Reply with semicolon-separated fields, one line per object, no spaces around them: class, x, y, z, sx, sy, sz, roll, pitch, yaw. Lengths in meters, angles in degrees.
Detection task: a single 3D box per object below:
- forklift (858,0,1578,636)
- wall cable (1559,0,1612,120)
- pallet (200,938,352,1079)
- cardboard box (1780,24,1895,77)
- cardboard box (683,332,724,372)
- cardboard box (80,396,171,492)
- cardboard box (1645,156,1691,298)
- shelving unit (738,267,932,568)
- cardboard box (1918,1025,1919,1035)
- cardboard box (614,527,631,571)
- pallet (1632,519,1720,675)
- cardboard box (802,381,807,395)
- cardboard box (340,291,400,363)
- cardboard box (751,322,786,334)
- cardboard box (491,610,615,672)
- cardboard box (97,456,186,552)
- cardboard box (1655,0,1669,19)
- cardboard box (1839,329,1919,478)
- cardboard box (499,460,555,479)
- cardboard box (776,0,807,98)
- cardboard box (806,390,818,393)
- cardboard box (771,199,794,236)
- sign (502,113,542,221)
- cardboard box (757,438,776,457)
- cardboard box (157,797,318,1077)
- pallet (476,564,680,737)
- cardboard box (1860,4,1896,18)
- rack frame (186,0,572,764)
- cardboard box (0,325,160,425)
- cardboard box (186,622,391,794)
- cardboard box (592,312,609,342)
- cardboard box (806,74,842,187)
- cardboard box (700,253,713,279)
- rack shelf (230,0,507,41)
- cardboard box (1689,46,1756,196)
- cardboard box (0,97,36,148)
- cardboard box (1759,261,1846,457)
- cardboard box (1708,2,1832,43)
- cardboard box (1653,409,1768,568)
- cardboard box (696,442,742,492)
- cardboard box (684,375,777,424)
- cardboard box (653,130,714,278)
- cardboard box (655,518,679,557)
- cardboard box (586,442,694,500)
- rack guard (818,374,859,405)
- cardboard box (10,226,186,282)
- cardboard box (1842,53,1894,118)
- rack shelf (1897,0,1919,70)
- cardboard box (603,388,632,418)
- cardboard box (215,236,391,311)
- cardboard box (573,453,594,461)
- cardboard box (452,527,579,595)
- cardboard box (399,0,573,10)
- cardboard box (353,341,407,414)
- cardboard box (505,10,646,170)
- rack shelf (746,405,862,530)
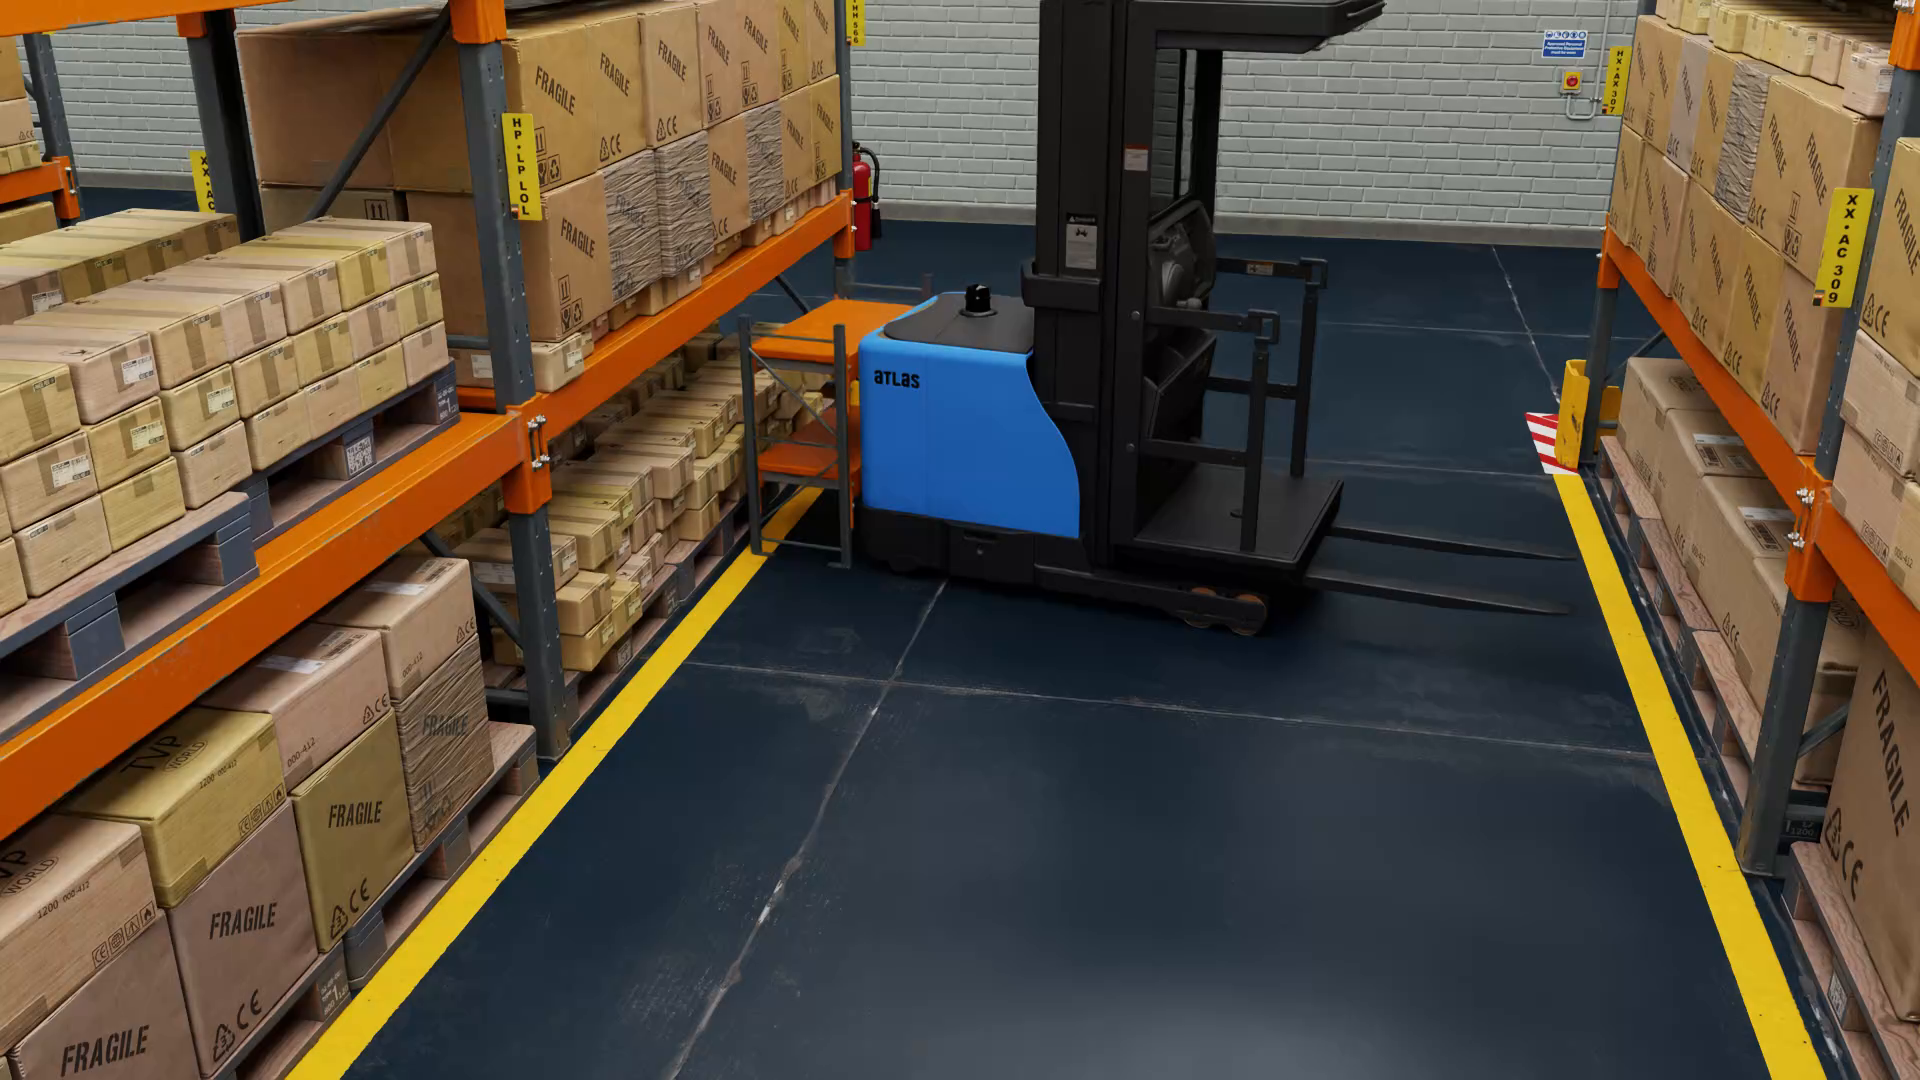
forklift;1.113;-1.190;6.885;3.031;2.935;1.130;9;24;20
wall cable;4.908;-4.332;13.194;0.585;1.953;0.123;4;22;11
pallet;-2.307;1.366;4.180;1.003;0.211;1.213;4;22;11
cardboard box;2.986;-1.634;5.556;0.380;0.149;0.250;4;22;11
cardboard box;-1.464;-0.996;8.768;0.380;0.149;0.250;5;22;12
cardboard box;-2.056;-0.233;3.794;0.380;0.149;0.250;5;22;11
cardboard box;3.204;-1.303;6.941;0.500;0.500;0.500;4;22;11
shelving unit;-0.550;-0.608;7.854;0.538;1.125;1.048;8;23;19
cardboard box;2.739;1.035;3.551;0.875;0.875;0.875;5;22;12
cardboard box;-1.537;0.030;6.619;0.380;0.149;0.250;4;22;11
pallet;3.442;0.254;6.940;1.003;0.211;1.213;4;22;11
cardboard box;-1.021;-0.827;8.748;0.380;0.149;0.250;4;22;10
cardboard box;-1.843;-0.619;4.752;0.380;0.149;0.250;5;22;11
cardboard box;-0.946;-1.058;8.924;0.380;0.149;0.250;5;22;12
cardboard box;-1.514;0.359;6.201;0.380;0.149;0.250;3;22;9
cardboard box;-2.053;-0.101;3.864;0.380;0.149;0.250;5;23;13
cardboard box;3.437;-2.485;7.668;0.380;0.149;0.250;5;22;12
cardboard box;2.598;-0.343;4.221;0.500;0.250;0.500;4;22;9
cardboard box;-1.899;-0.235;6.880;0.380;0.149;0.250;5;23;13
cardboard box;-1.040;-2.399;7.926;0.500;0.500;0.500;4;22;9
cardboard box;-0.990;-0.787;9.046;0.380;0.149;0.250;5;22;12
cardboard box;-1.029;-1.590;8.122;0.380;0.149;0.250;5;22;12
sign;-1.359;-1.156;5.159;0.100;0.325;0.005;4;22;11
cardboard box;-1.110;-0.406;8.100;0.380;0.149;0.250;3;22;9
cardboard box;-2.021;0.969;4.215;0.500;0.500;0.500;4;22;10
pallet;-1.800;0.385;6.615;1.003;0.211;1.213;4;22;11
cardboard box;3.696;-1.976;6.405;0.380;0.149;0.250;5;22;12
rack frame;-1.903;-0.660;5.477;1.000;3.000;0.127;4;22;11
cardboard box;-2.060;-0.376;3.750;0.380;0.149;0.250;3;22;9
cardboard box;-1.925;0.435;4.537;0.500;0.250;0.500;6;23;13
cardboard box;-1.542;-0.824;6.220;0.380;0.149;0.250;3;22;9
cardboard box;-0.926;-2.123;8.579;0.500;0.500;0.500;5;22;12
cardboard box;-1.294;-1.209;7.177;0.380;0.149;0.250;5;23;13
rack shelf;-1.495;-2.449;6.867;1.077;0.370;4.000;4;22;11
cardboard box;3.106;-1.578;6.284;0.500;0.500;0.500;5;22;11
cardboard box;-5.761;-2.409;9.622;0.500;0.250;0.500;4;22;10
cardboard box;2.808;-0.555;5.083;0.500;0.500;0.500;5;22;11
cardboard box;3.157;-2.012;6.493;0.380;0.149;0.250;5;22;11
cardboard box;3.565;-0.205;7.214;0.875;0.438;0.875;5;22;12
cardboard box;-1.212;-0.343;7.545;0.380;0.149;0.250;5;22;11
cardboard box;-1.098;-0.674;7.970;0.380;0.149;0.250;5;23;13
cardboard box;-1.323;-1.369;6.706;0.500;0.500;0.500;4;22;10
cardboard box;-1.436;-0.031;7.169;0.380;0.149;0.250;4;22;9
cardboard box;-1.349;-0.295;7.029;0.380;0.149;0.250;5;22;12
rack guard;-1.102;-0.936;9.508;1.175;0.500;0.348;4;22;11
cardboard box;-2.484;-0.803;4.810;0.380;0.149;0.250;5;22;12
cardboard box;2.715;-1.268;4.645;0.380;0.149;0.250;4;22;10
rack shelf;2.556;-0.646;2.390;1.077;0.370;4.000;4;22;11
cardboard box;-1.775;-0.623;7.842;0.380;0.149;0.250;5;22;12
cardboard box;-1.848;-0.754;4.689;0.380;0.149;0.250;4;22;9
cardboard box;-1.815;-0.284;7.401;0.380;0.149;0.250;3;22;8
cardboard box;-1.630;0.081;6.094;0.380;0.149;0.250;5;23;13
cardboard box;-1.853;-1.876;6.627;0.500;0.500;0.500;5;22;12
cardboard box;-1.842;-0.483;4.812;0.380;0.149;0.250;5;22;11
cardboard box;-1.481;-1.645;6.053;0.500;0.500;0.500;4;22;9
rack shelf;-0.549;-0.381;7.945;0.538;0.278;1.000;8;23;19
